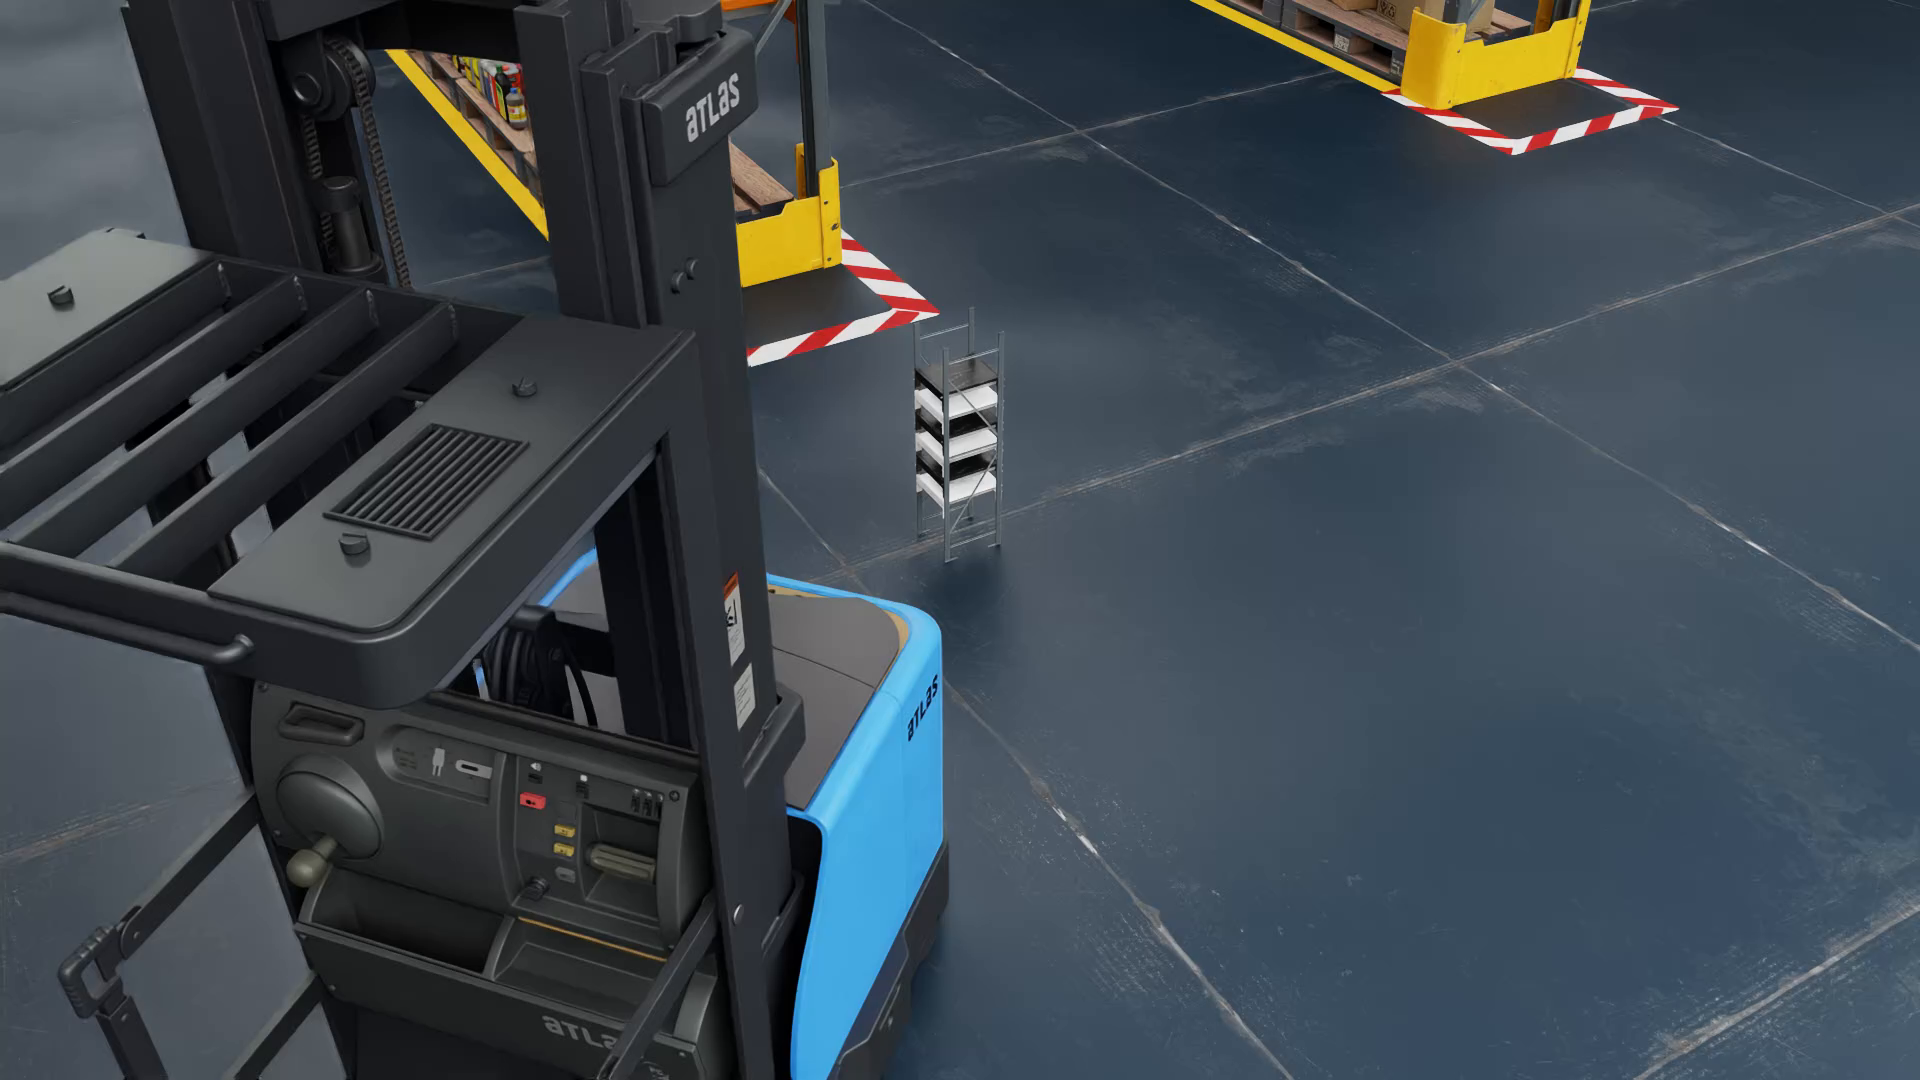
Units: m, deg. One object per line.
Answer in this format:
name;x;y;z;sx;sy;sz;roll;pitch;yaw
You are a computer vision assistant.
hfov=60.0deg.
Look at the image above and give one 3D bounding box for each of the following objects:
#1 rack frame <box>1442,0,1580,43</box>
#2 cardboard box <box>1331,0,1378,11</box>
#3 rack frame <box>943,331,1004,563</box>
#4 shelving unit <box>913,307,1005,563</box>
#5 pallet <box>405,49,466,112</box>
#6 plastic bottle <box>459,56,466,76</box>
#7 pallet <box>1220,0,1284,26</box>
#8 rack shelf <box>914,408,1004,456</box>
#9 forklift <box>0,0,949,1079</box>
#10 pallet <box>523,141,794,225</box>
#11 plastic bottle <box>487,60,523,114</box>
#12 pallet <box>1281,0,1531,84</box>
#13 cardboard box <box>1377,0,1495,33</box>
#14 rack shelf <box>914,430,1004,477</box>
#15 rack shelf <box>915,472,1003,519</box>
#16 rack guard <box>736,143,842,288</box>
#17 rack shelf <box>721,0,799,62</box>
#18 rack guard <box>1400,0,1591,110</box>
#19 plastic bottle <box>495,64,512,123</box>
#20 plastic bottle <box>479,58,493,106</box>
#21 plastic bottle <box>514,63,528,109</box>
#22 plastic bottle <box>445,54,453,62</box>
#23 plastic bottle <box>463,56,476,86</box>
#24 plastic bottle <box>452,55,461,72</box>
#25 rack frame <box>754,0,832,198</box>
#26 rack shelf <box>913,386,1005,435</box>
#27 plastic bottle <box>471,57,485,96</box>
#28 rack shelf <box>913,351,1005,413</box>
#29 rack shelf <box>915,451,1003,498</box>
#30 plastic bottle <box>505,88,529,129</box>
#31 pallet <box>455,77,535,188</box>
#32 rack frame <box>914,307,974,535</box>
rack frame;3.219;-3.921;9.075;1.000;3.000;0.127;-19;40;-24
cardboard box;2.590;-3.699;10.535;0.500;0.500;0.500;-9;37;-12
rack frame;0.047;-0.316;5.919;0.240;0.900;0.006;-19;40;-24
shelving unit;-0.004;-0.368;5.990;0.258;0.900;0.210;-19;40;-24
pallet;-2.772;-3.012;10.195;1.003;0.211;1.213;-19;40;-24
plastic bottle;-2.810;-2.759;9.483;0.097;0.201;0.097;0;36;0
pallet;2.194;-3.880;11.383;1.003;0.211;1.213;-19;40;-24
rack shelf;-0.004;-0.413;5.957;0.258;0.077;0.200;-19;40;-24
forklift;-1.000;0.587;2.962;1.130;2.935;3.031;12;38;16
pallet;-1.546;-1.768;8.492;1.003;0.211;1.213;-19;40;-24
plastic bottle;-2.468;-2.474;9.031;0.152;0.276;0.135;-19;40;-24
pallet;2.803;-3.258;10.532;1.003;0.211;1.213;-19;40;-24
cardboard box;2.920;-3.405;10.132;0.500;0.500;0.500;-12;38;-16
rack shelf;-0.004;-0.341;6.010;0.258;0.077;0.200;-19;40;-24
rack shelf;-0.004;-0.195;6.116;0.258;0.077;0.200;-19;40;-24
rack guard;-1.142;-1.469;7.837;1.175;0.500;0.348;-19;40;-24
rack shelf;-2.068;-3.183;8.675;1.077;0.370;4.000;-19;40;-24
rack guard;3.181;-2.950;9.866;1.175;0.500;0.348;-19;40;-24
plastic bottle;-2.440;-2.395;8.916;0.061;0.283;0.133;-18;40;-23
plastic bottle;-2.538;-2.545;9.128;0.152;0.276;0.135;-20;41;-25
plastic bottle;-2.376;-2.509;9.072;0.061;0.283;0.133;-19;40;-24
plastic bottle;-2.932;-2.970;9.647;0.144;0.351;0.185;-21;41;-26
plastic bottle;-2.718;-2.754;9.350;0.144;0.351;0.185;-19;40;-24
plastic bottle;-2.885;-2.847;9.534;0.061;0.283;0.133;-17;39;-22
rack frame;-1.064;-2.453;7.066;1.000;3.000;0.127;-19;40;-24
rack shelf;-0.004;-0.486;5.904;0.258;0.077;0.200;-19;40;-24
plastic bottle;-2.625;-2.659;9.220;0.144;0.351;0.185;-17;40;-22
rack shelf;-0.004;-0.559;5.851;0.258;0.077;0.200;-19;40;-24
rack shelf;-0.004;-0.268;6.063;0.258;0.077;0.200;-19;40;-24
plastic bottle;-2.365;-2.308;8.866;0.097;0.201;0.097;0;36;0
pallet;-2.155;-2.389;9.343;1.003;0.211;1.213;-19;40;-24
rack frame;-0.055;-0.419;6.061;0.240;0.900;0.006;-19;40;-24
